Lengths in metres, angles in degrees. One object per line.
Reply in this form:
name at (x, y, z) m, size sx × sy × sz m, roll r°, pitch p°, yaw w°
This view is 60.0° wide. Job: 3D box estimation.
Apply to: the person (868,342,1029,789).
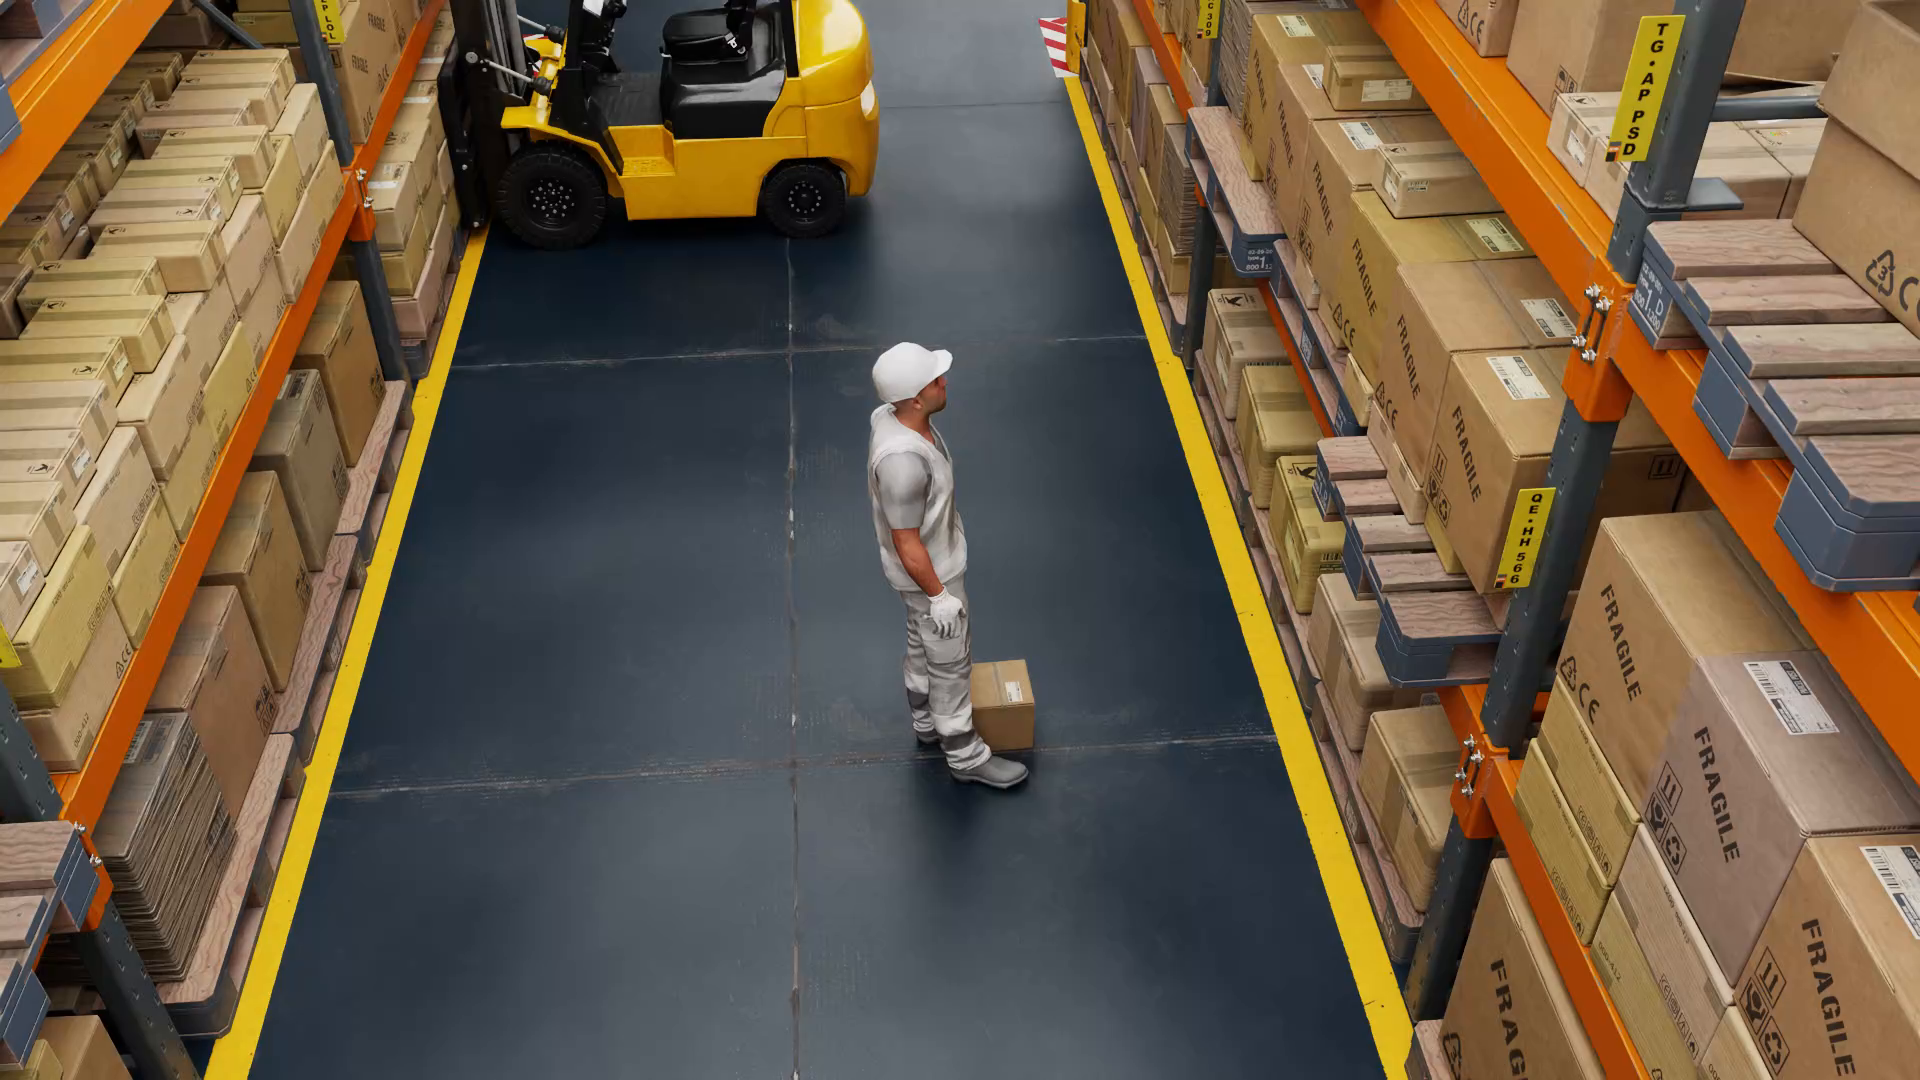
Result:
person at (-0.039, 0.079, 6.021) m, size 0.561 × 1.790 × 0.637 m, roll -3°, pitch 39°, yaw -4°
